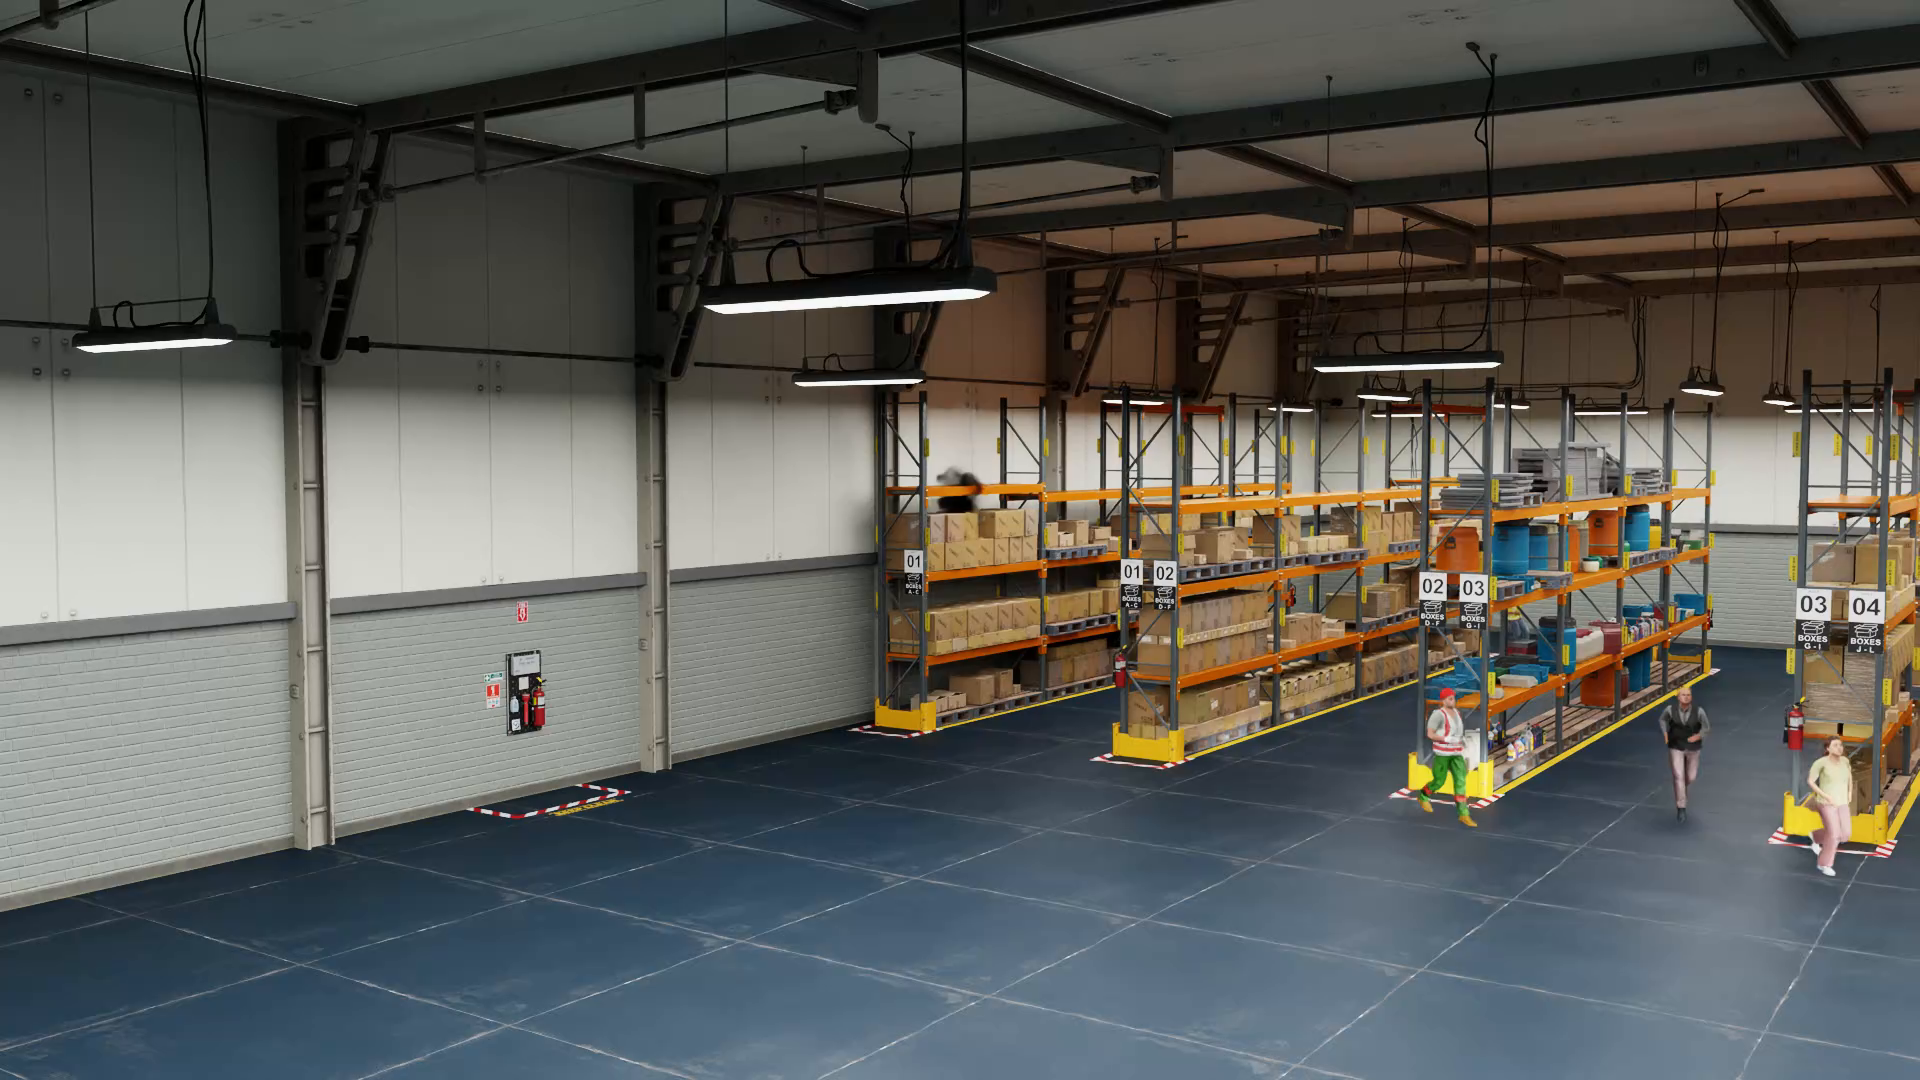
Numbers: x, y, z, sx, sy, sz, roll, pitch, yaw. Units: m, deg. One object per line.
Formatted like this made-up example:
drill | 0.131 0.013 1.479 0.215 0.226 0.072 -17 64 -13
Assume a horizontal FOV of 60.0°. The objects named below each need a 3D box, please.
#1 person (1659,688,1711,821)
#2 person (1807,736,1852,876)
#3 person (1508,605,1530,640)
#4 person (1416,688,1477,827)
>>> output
person | 9.938 2.889 22.784 0.626 1.731 1.127 1 3 14
person | 10.263 3.111 19.634 0.597 1.648 0.621 0 3 -8
person | 13.377 1.913 40.006 0.737 1.737 0.714 -2 4 -29
person | 6.482 2.854 22.135 0.669 1.783 1.009 -2 4 -26
